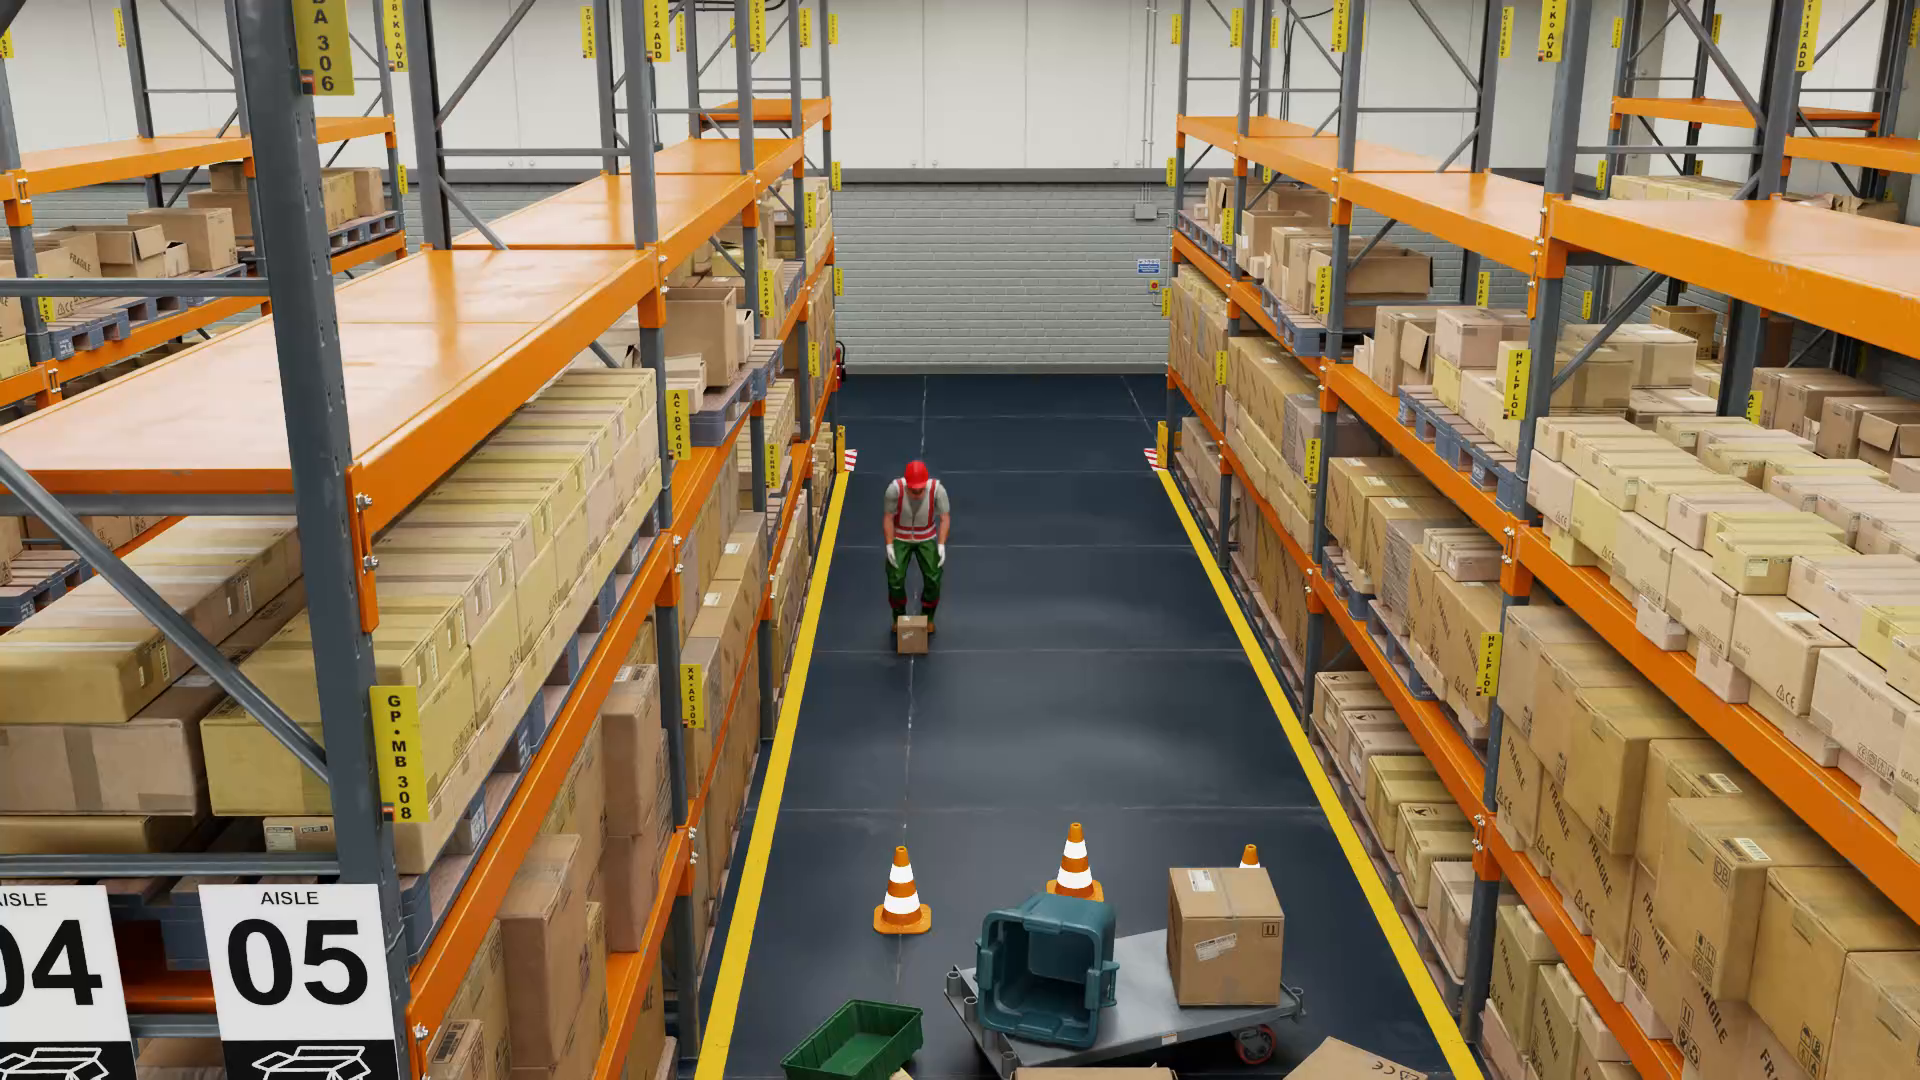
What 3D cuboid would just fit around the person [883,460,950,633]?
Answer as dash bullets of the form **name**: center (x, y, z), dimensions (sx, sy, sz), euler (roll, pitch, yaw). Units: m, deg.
- **person**: center (-0.370, 0.040, 14.325), dimensions (0.575, 1.580, 0.647), euler (0, 17, 0)
